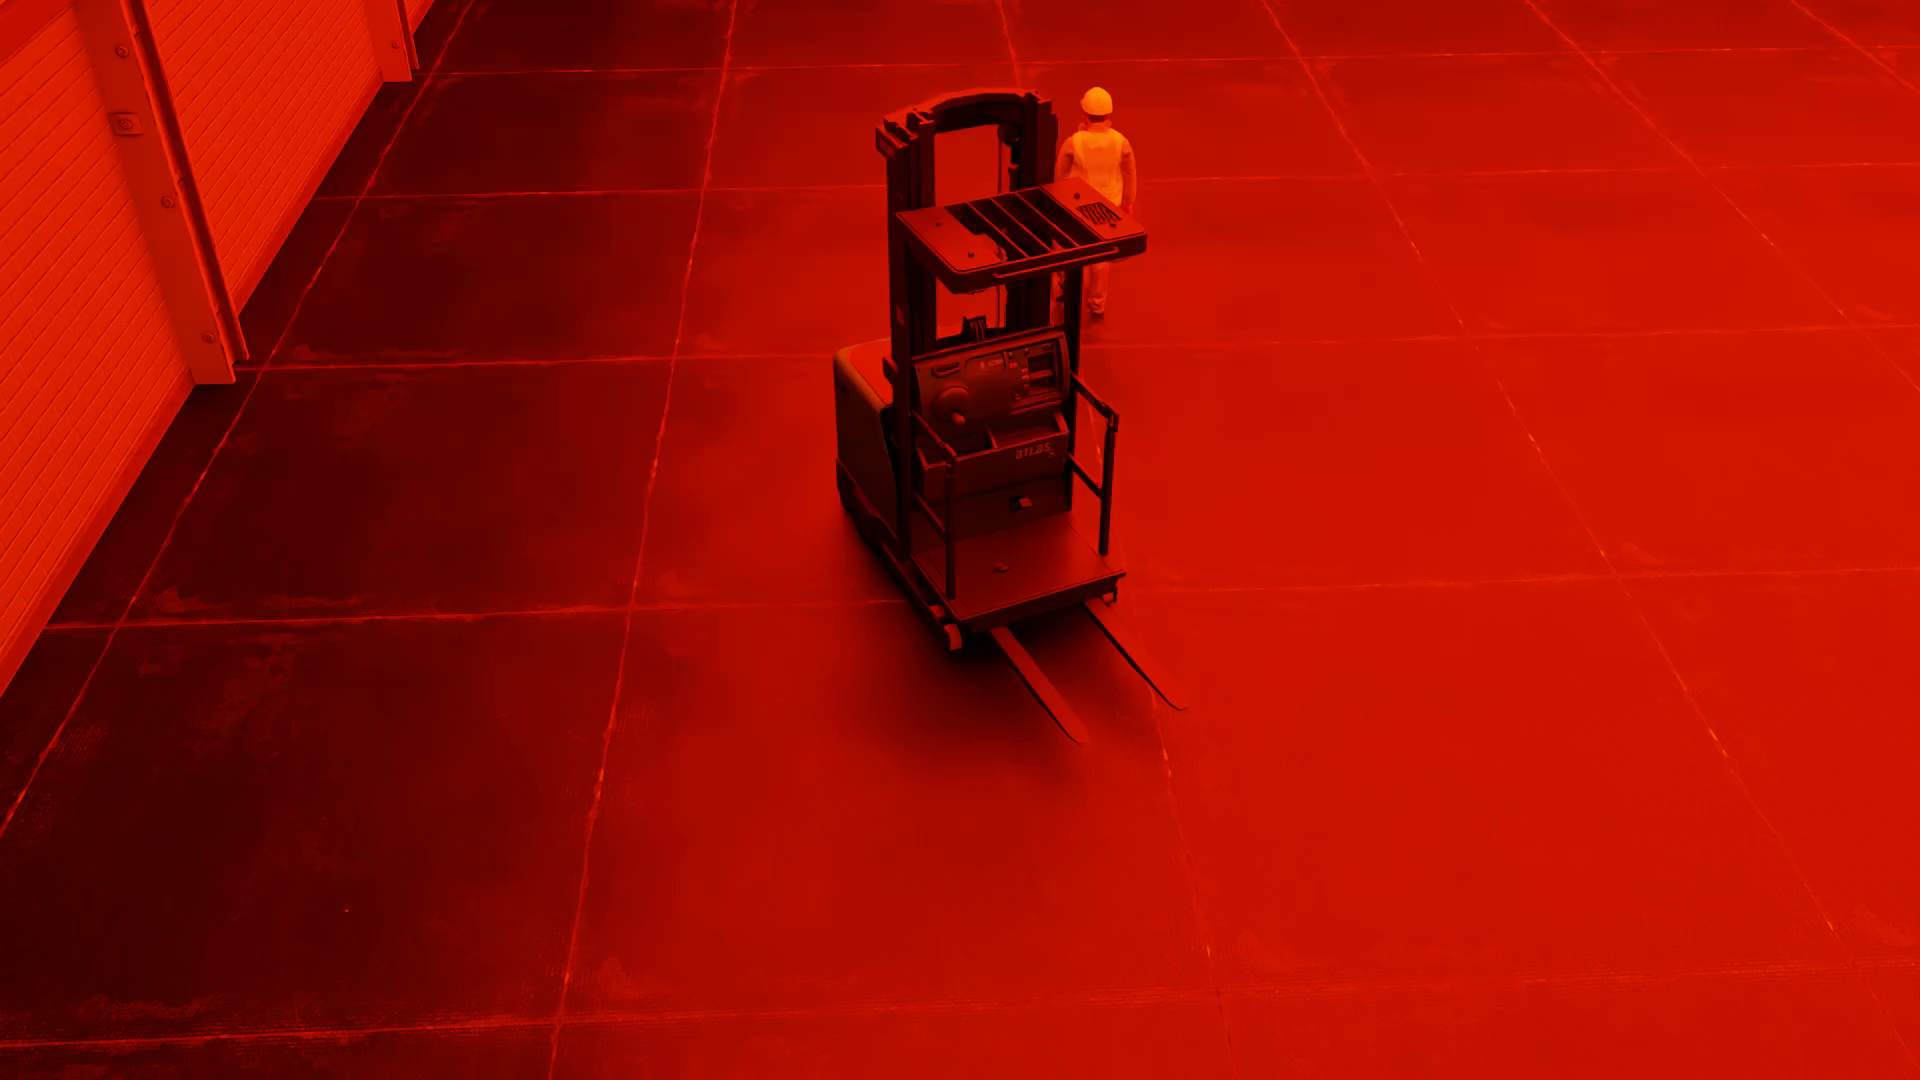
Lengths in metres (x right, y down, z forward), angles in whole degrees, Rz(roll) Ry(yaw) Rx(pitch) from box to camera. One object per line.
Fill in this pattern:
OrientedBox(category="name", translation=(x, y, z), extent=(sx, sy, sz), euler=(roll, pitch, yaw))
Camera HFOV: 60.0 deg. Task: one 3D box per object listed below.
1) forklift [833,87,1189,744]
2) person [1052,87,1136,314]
OrientedBox(category="forklift", translation=(0.280, -0.834, 9.155), extent=(1.130, 2.935, 3.031), euler=(-15, 39, -20))
OrientedBox(category="person", translation=(0.974, -2.573, 12.545), extent=(0.655, 1.757, 0.484), euler=(-5, 36, -6))
